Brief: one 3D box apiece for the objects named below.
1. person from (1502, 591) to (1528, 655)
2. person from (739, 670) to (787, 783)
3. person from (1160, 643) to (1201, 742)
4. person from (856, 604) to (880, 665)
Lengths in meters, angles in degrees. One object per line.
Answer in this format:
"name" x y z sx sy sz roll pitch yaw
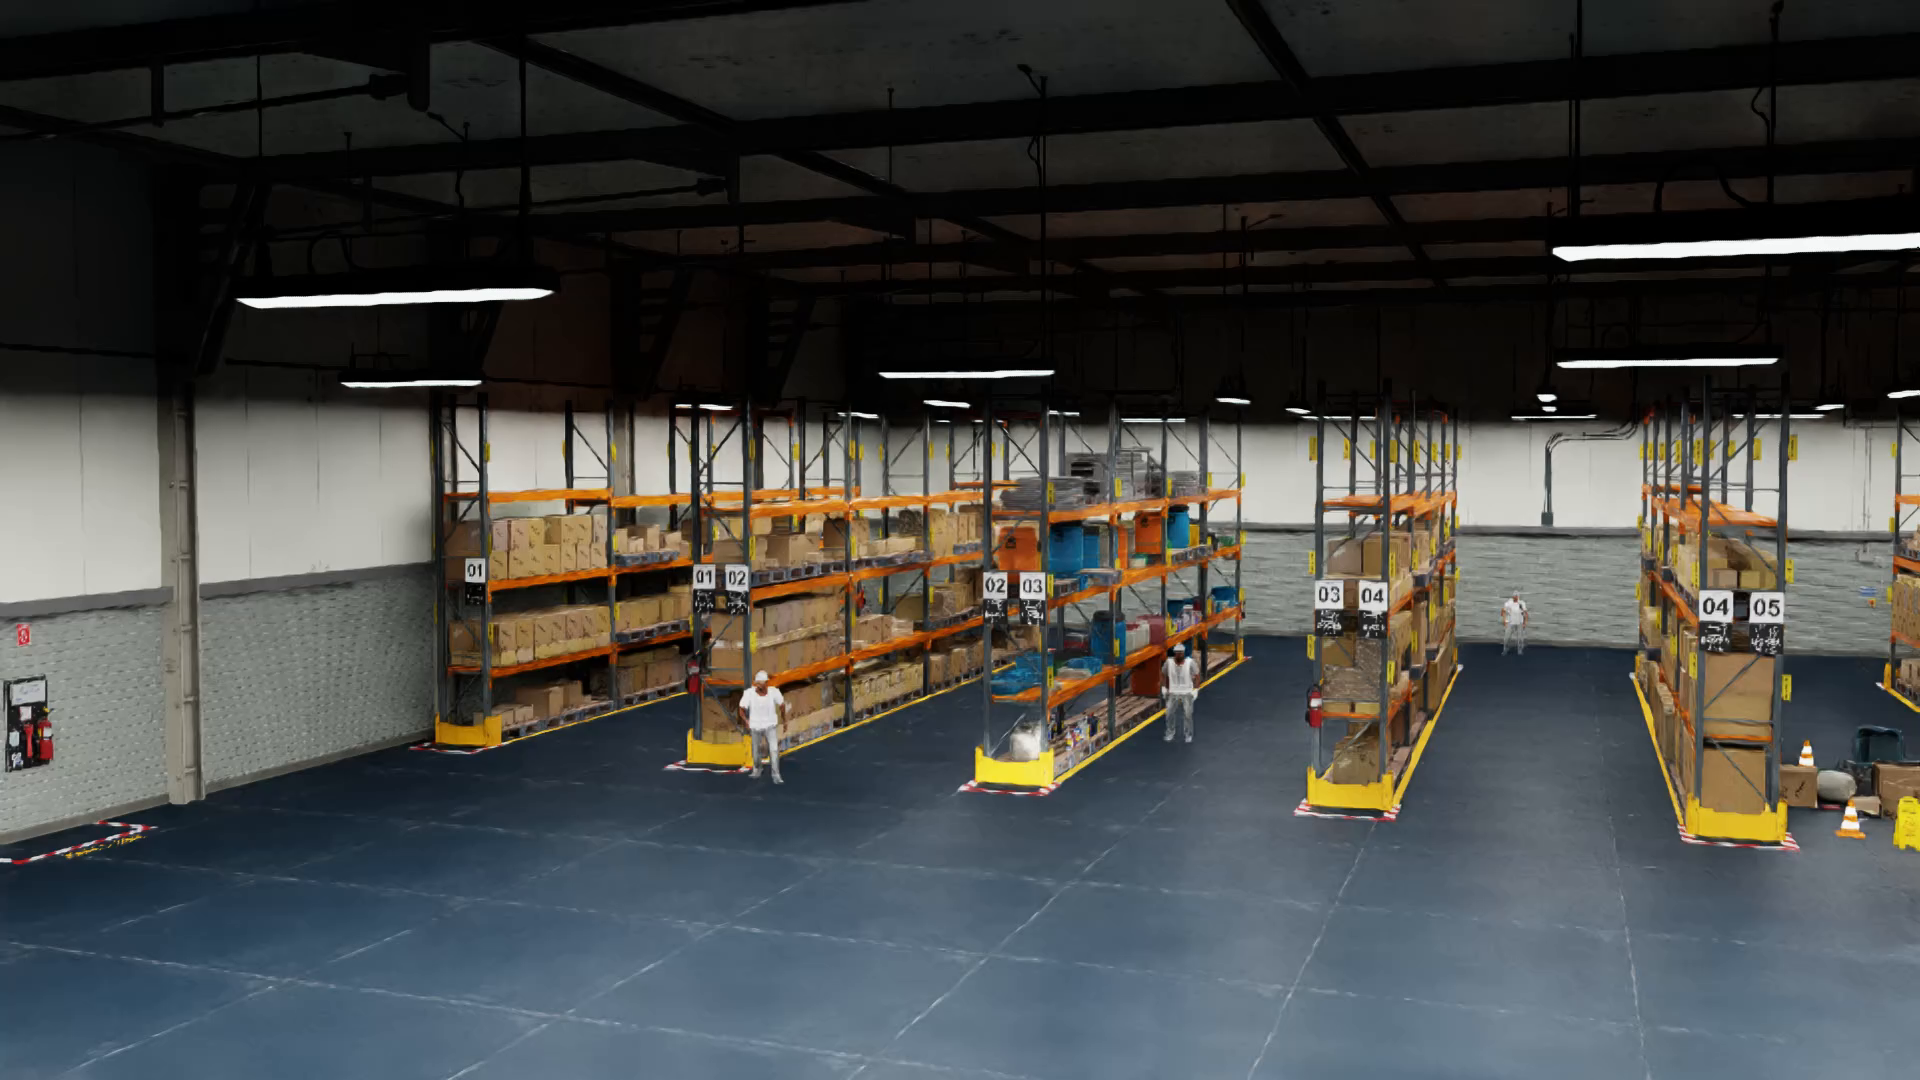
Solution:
"person" 13.620 2.033 40.816 0.625 1.611 0.582 1 3 17
"person" -2.974 2.773 25.161 0.712 1.638 0.831 0 3 2
"person" 3.774 2.622 28.551 0.702 1.735 0.549 1 3 18
"person" -2.000 2.213 36.264 0.541 1.670 1.114 1 3 19
